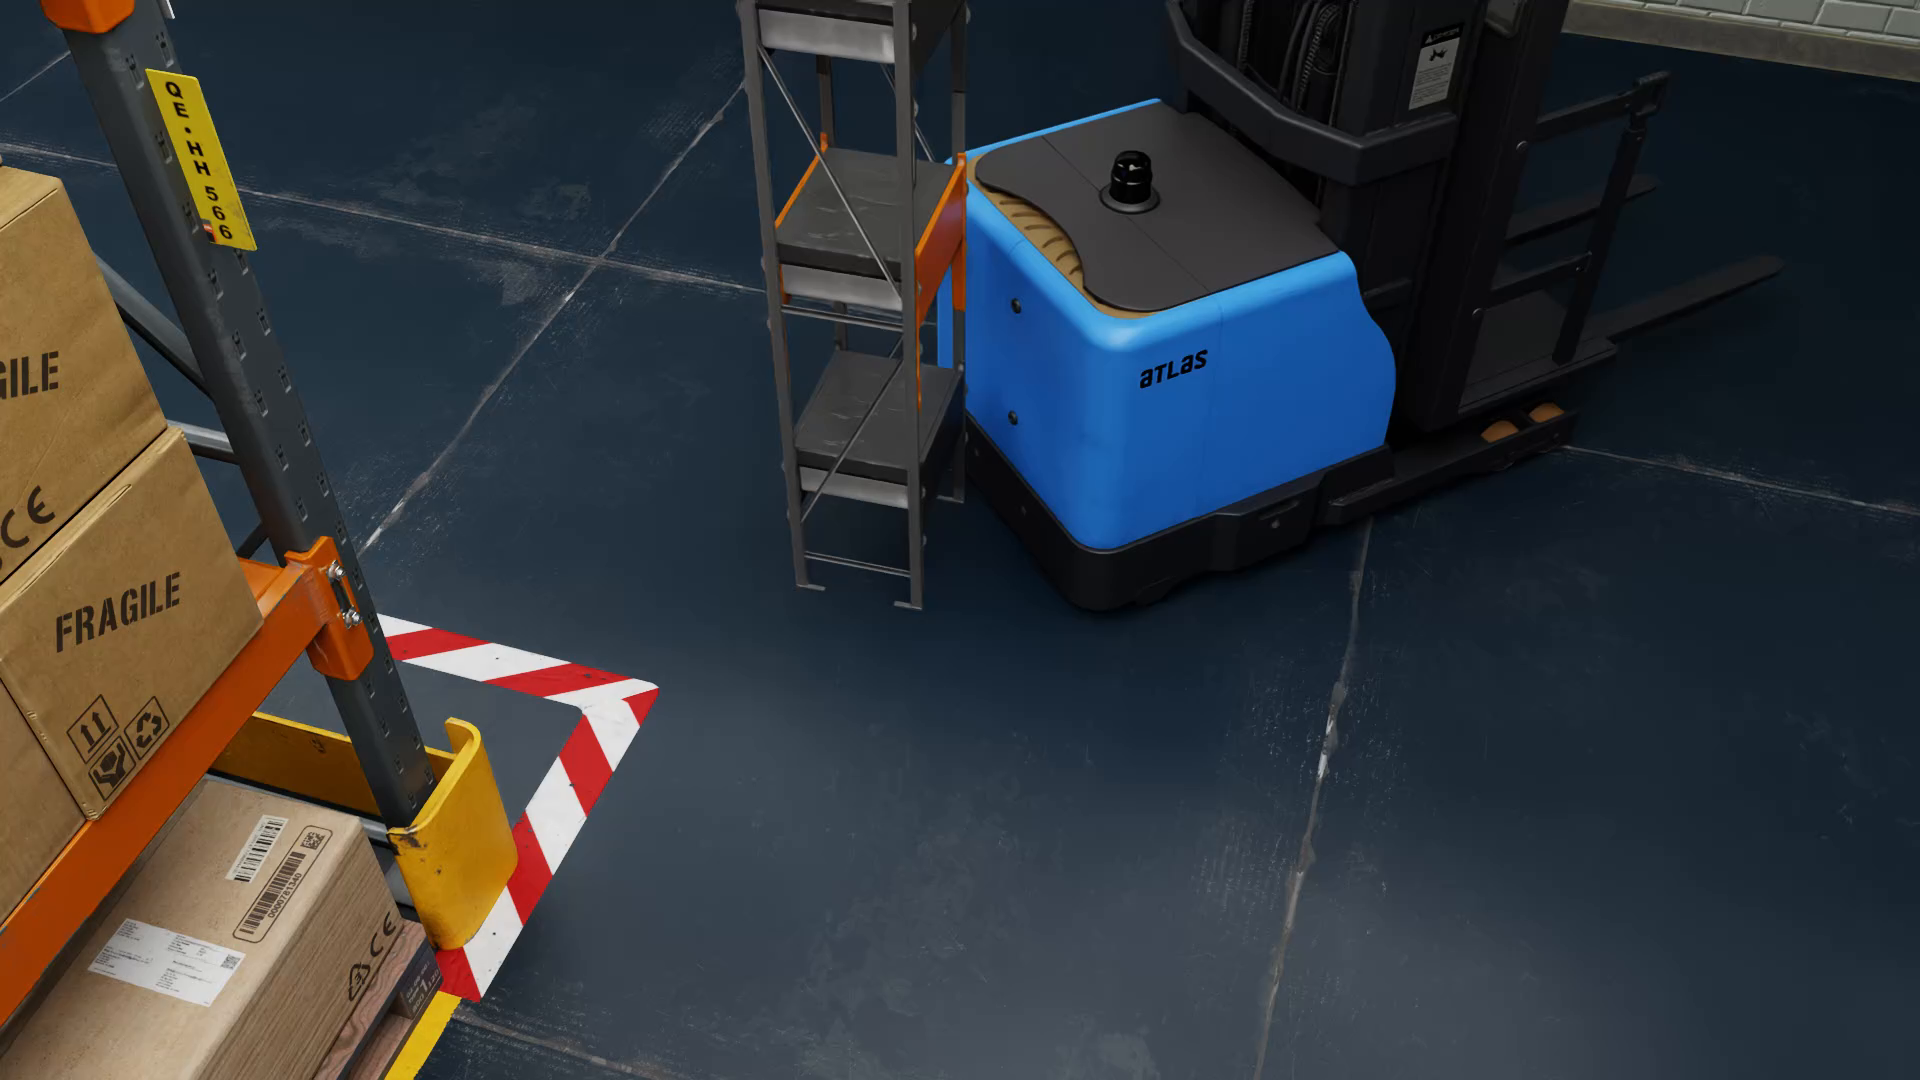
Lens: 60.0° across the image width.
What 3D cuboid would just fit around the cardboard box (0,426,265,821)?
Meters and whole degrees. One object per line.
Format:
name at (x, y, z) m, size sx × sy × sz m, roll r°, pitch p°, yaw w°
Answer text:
cardboard box at (-1.658, 0.095, 2.937) m, size 0.500 × 0.500 × 0.500 m, roll 13°, pitch 46°, yaw 13°

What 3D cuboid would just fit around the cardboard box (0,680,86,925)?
cardboard box at (-1.824, 0.426, 2.599) m, size 0.500 × 0.500 × 0.500 m, roll 12°, pitch 46°, yaw 12°

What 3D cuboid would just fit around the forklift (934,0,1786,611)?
forklift at (1.460, -1.581, 4.770) m, size 3.031 × 2.935 × 1.130 m, roll -20°, pitch 48°, yaw -20°

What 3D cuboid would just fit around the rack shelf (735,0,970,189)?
rack shelf at (-0.243, -1.229, 4.023) m, size 0.431 × 0.518 × 0.480 m, roll 11°, pitch 45°, yaw 11°

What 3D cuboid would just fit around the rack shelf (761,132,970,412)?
rack shelf at (-0.243, -0.729, 4.513) m, size 0.431 × 0.518 × 0.480 m, roll 11°, pitch 45°, yaw 11°

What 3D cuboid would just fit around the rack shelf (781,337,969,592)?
rack shelf at (-0.243, -0.229, 5.003) m, size 0.431 × 0.518 × 0.480 m, roll 11°, pitch 45°, yaw 11°

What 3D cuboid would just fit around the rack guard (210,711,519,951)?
rack guard at (-1.757, 0.630, 4.249) m, size 1.175 × 0.500 × 0.348 m, roll 13°, pitch 46°, yaw 13°

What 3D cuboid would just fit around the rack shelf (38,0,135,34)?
rack shelf at (-2.370, 0.271, 1.198) m, size 1.077 × 0.370 × 4.000 m, roll 13°, pitch 46°, yaw 13°

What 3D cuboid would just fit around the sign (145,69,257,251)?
sign at (-1.251, -0.622, 2.743) m, size 0.100 × 0.325 × 0.005 m, roll 13°, pitch 46°, yaw 13°

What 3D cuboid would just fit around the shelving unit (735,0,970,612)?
shelving unit at (-0.243, -0.739, 4.504) m, size 0.431 × 2.100 × 0.503 m, roll 11°, pitch 45°, yaw 11°

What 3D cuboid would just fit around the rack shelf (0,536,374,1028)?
rack shelf at (-2.370, 1.343, 2.247) m, size 1.077 × 0.370 × 4.000 m, roll 13°, pitch 46°, yaw 13°

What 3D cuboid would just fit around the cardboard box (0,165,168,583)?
cardboard box at (-1.683, -0.269, 2.593) m, size 0.500 × 0.500 × 0.500 m, roll 14°, pitch 46°, yaw 14°

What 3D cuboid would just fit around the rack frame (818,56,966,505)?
rack frame at (-0.180, -0.903, 4.672) m, size 0.400 × 2.100 × 0.015 m, roll 11°, pitch 45°, yaw 11°

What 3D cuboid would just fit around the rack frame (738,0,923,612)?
rack frame at (-0.307, -0.574, 4.335) m, size 0.400 × 2.100 × 0.015 m, roll 11°, pitch 45°, yaw 11°

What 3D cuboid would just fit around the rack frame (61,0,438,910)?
rack frame at (-1.764, -0.247, 3.358) m, size 1.000 × 3.000 × 0.127 m, roll 13°, pitch 46°, yaw 13°

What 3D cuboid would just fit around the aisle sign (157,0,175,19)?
aisle sign at (-1.447, -1.159, 2.431) m, size 0.394 × 0.787 × 0.004 m, roll 13°, pitch 46°, yaw 13°

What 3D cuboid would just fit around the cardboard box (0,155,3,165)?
cardboard box at (-1.682, -0.591, 2.459) m, size 0.380 × 0.149 × 0.250 m, roll 13°, pitch 46°, yaw 13°

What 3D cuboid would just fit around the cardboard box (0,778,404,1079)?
cardboard box at (-1.869, 0.980, 3.636) m, size 0.875 × 0.438 × 0.875 m, roll 11°, pitch 45°, yaw 11°

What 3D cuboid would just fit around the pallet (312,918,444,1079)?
pallet at (-1.932, 1.299, 3.772) m, size 1.003 × 0.211 × 1.213 m, roll 13°, pitch 46°, yaw 13°
